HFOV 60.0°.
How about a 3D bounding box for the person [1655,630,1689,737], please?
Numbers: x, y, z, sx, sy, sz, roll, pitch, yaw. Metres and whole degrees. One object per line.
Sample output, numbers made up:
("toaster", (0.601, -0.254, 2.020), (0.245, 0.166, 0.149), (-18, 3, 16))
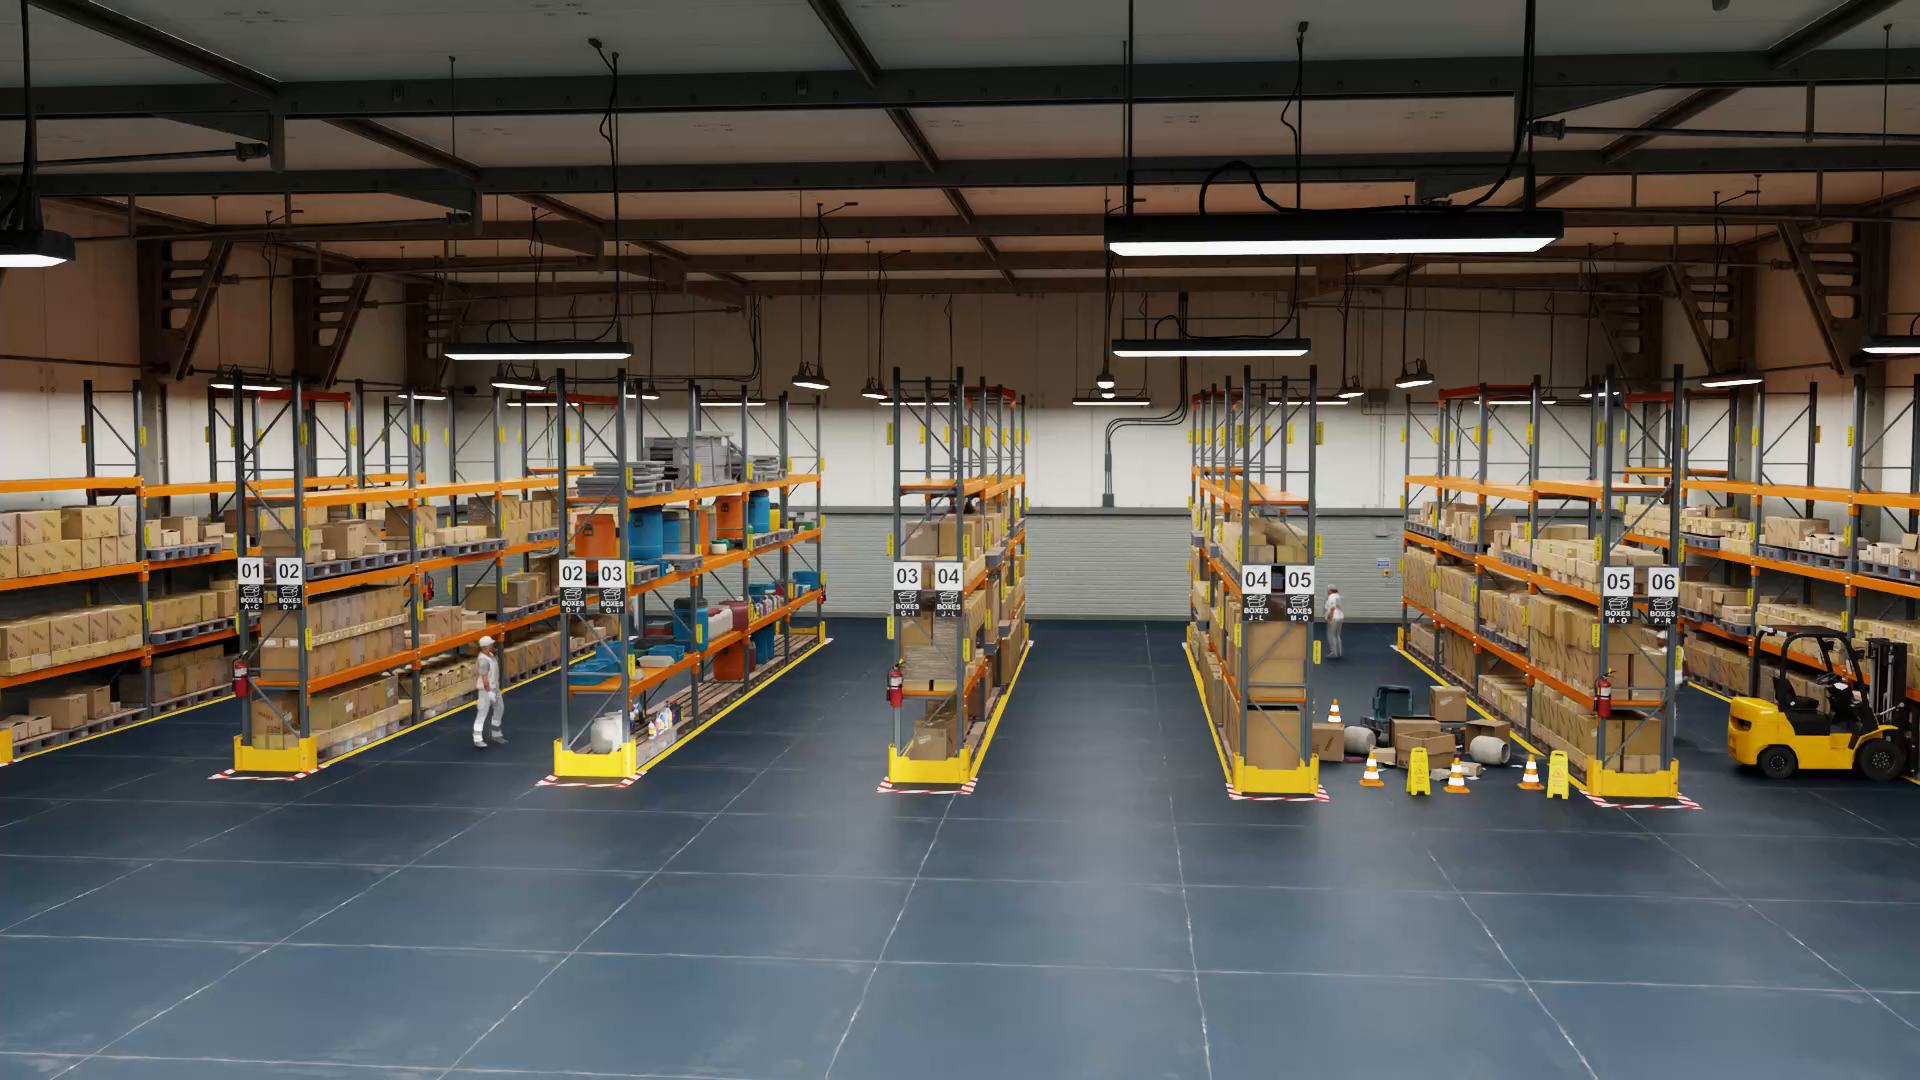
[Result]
("person", (11.876, 2.422, 27.883), (0.750, 1.804, 0.598), (0, 4, 3))

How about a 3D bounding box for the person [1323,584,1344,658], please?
("person", (8.457, 1.842, 37.697), (0.437, 1.674, 0.564), (2, 4, 35))

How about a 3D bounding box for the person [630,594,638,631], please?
("person", (-8.479, 1.484, 42.892), (0.583, 1.715, 1.025), (-2, 4, -26))

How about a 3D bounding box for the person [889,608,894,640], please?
("person", (-1.231, 1.937, 35.112), (0.546, 1.680, 1.045), (0, 4, 5))

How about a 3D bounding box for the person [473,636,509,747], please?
("person", (-7.614, 2.454, 26.942), (0.449, 1.834, 0.662), (0, 4, 8))
